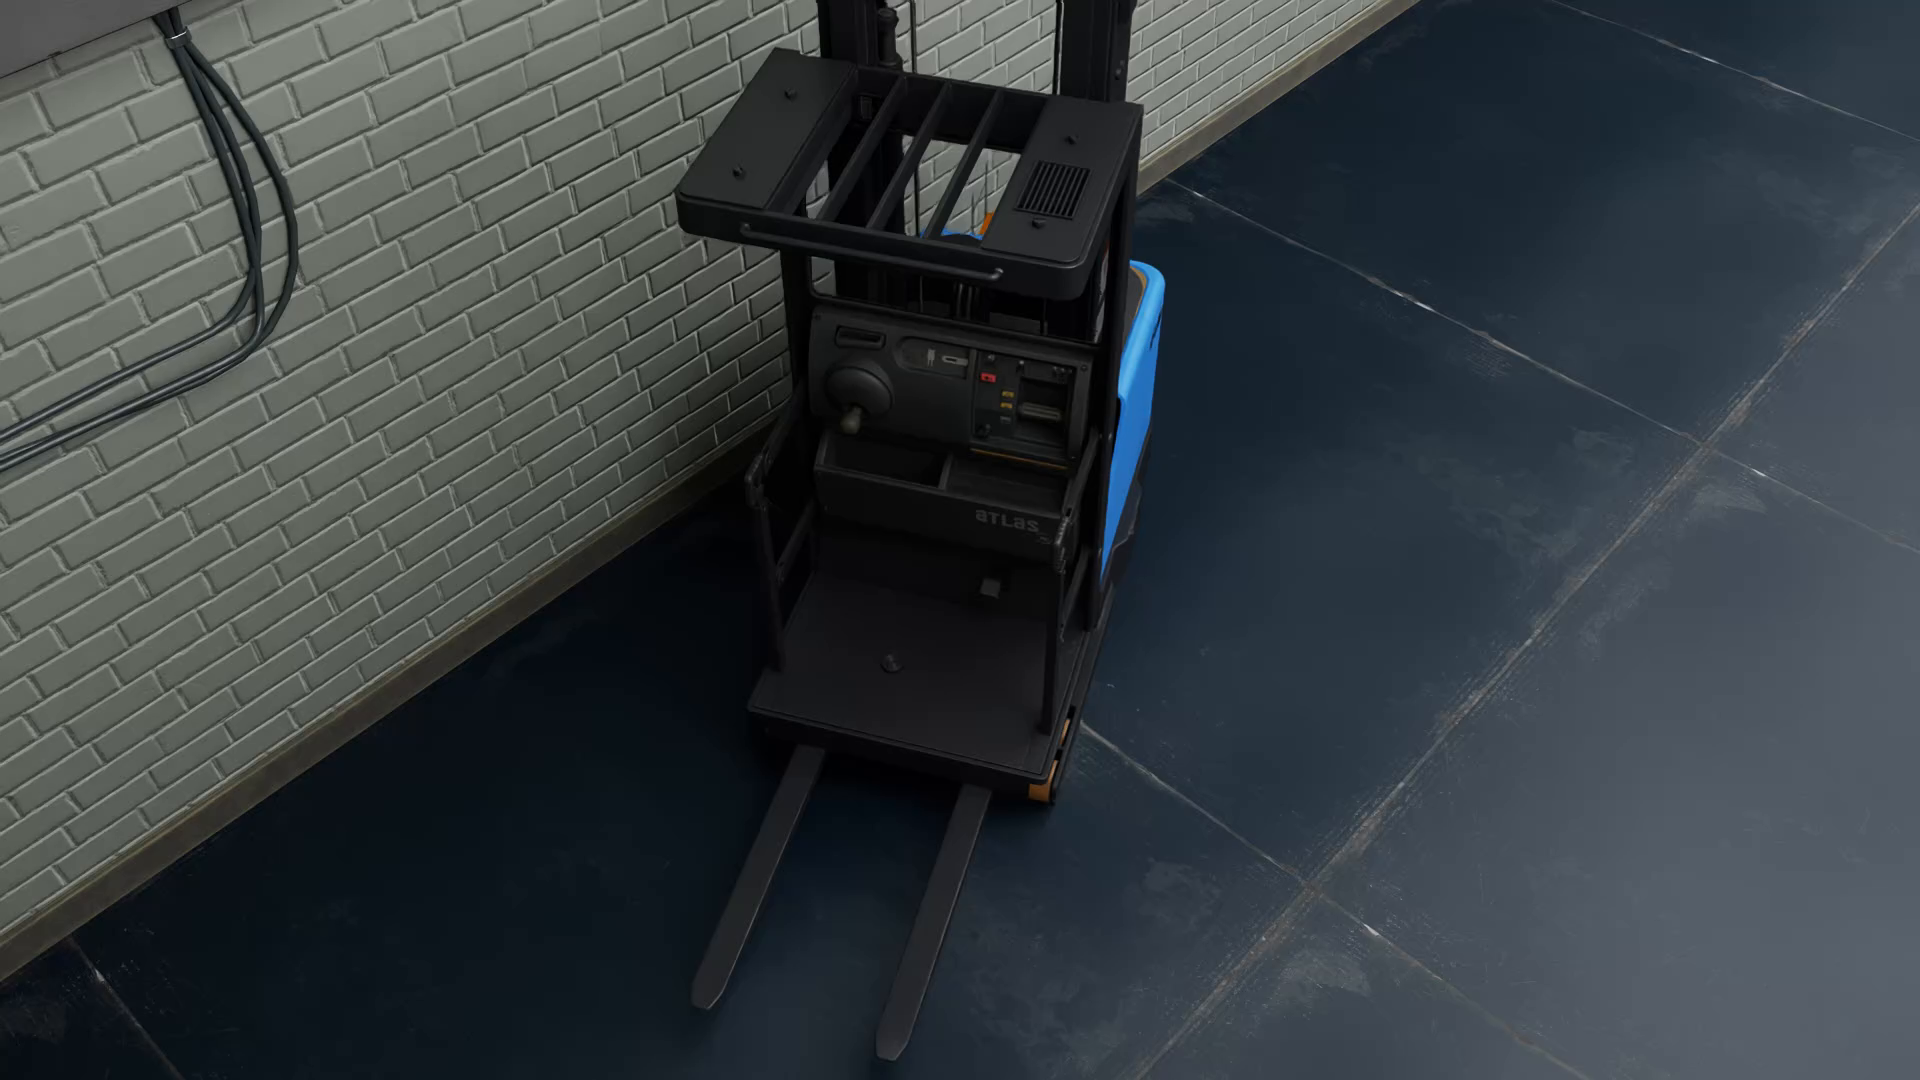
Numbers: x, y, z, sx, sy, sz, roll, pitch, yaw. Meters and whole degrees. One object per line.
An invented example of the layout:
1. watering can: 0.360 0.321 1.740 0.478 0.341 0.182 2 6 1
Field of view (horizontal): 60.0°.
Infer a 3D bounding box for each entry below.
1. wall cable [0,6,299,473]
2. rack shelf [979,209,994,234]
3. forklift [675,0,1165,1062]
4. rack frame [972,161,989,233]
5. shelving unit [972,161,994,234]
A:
1. wall cable: -2.974 -0.696 3.469 0.112 2.526 3.097 34 55 28
2. rack shelf: 0.169 -1.216 6.744 0.180 0.103 0.258 11 48 10
3. forklift: -0.099 -0.390 5.214 1.130 2.935 3.031 12 48 11
4. rack frame: 0.081 -1.017 6.990 0.006 1.200 0.240 11 48 10
5. shelving unit: 0.169 -1.000 6.974 0.189 1.200 0.258 11 48 10
